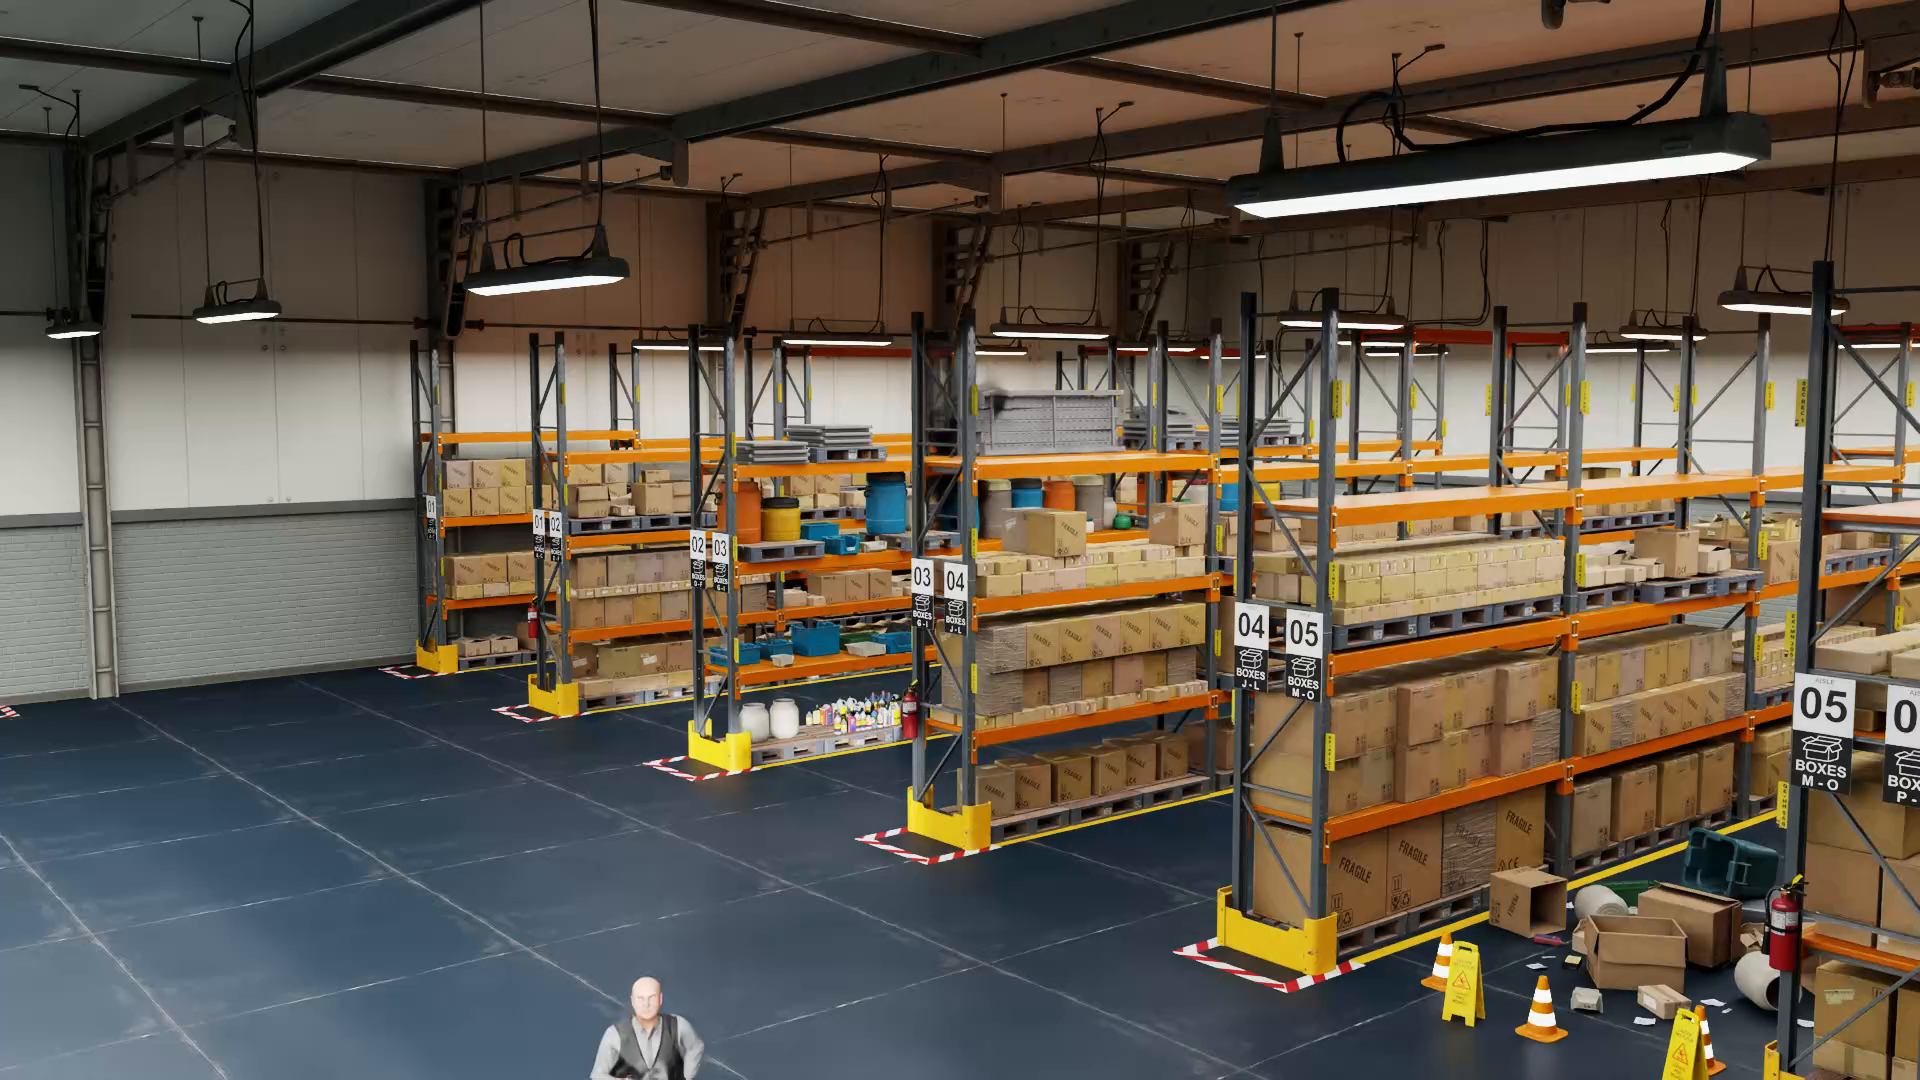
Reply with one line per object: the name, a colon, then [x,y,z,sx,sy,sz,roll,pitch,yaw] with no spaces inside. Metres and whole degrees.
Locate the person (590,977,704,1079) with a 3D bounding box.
person: [-1.802,3.386,9.639,0.661,1.715,0.906,-1,5,-11]
